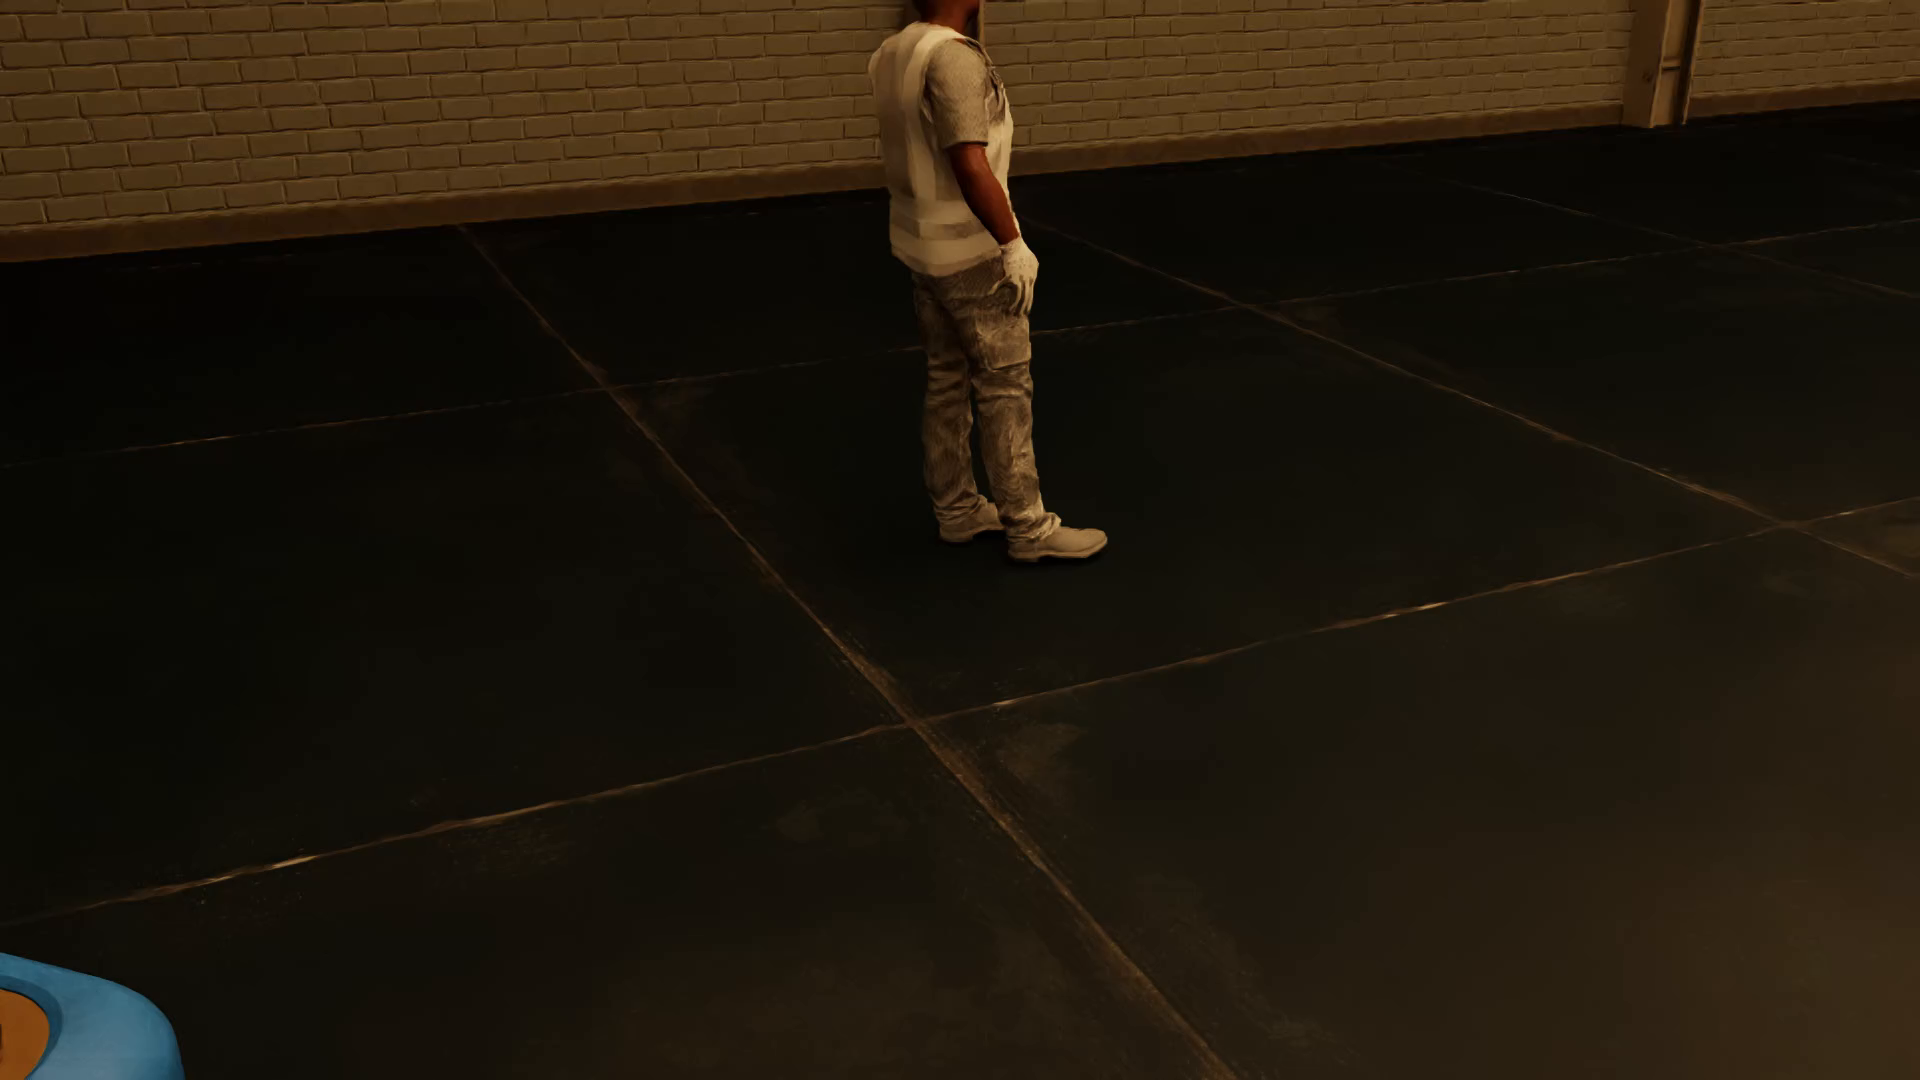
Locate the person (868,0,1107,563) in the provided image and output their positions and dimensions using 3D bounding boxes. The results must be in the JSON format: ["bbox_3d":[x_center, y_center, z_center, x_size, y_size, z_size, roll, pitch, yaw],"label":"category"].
[{"bbox_3d":[0.069,-0.839,4.784,0.576,1.782,0.655,-10,25,-23],"label":"person"}]
